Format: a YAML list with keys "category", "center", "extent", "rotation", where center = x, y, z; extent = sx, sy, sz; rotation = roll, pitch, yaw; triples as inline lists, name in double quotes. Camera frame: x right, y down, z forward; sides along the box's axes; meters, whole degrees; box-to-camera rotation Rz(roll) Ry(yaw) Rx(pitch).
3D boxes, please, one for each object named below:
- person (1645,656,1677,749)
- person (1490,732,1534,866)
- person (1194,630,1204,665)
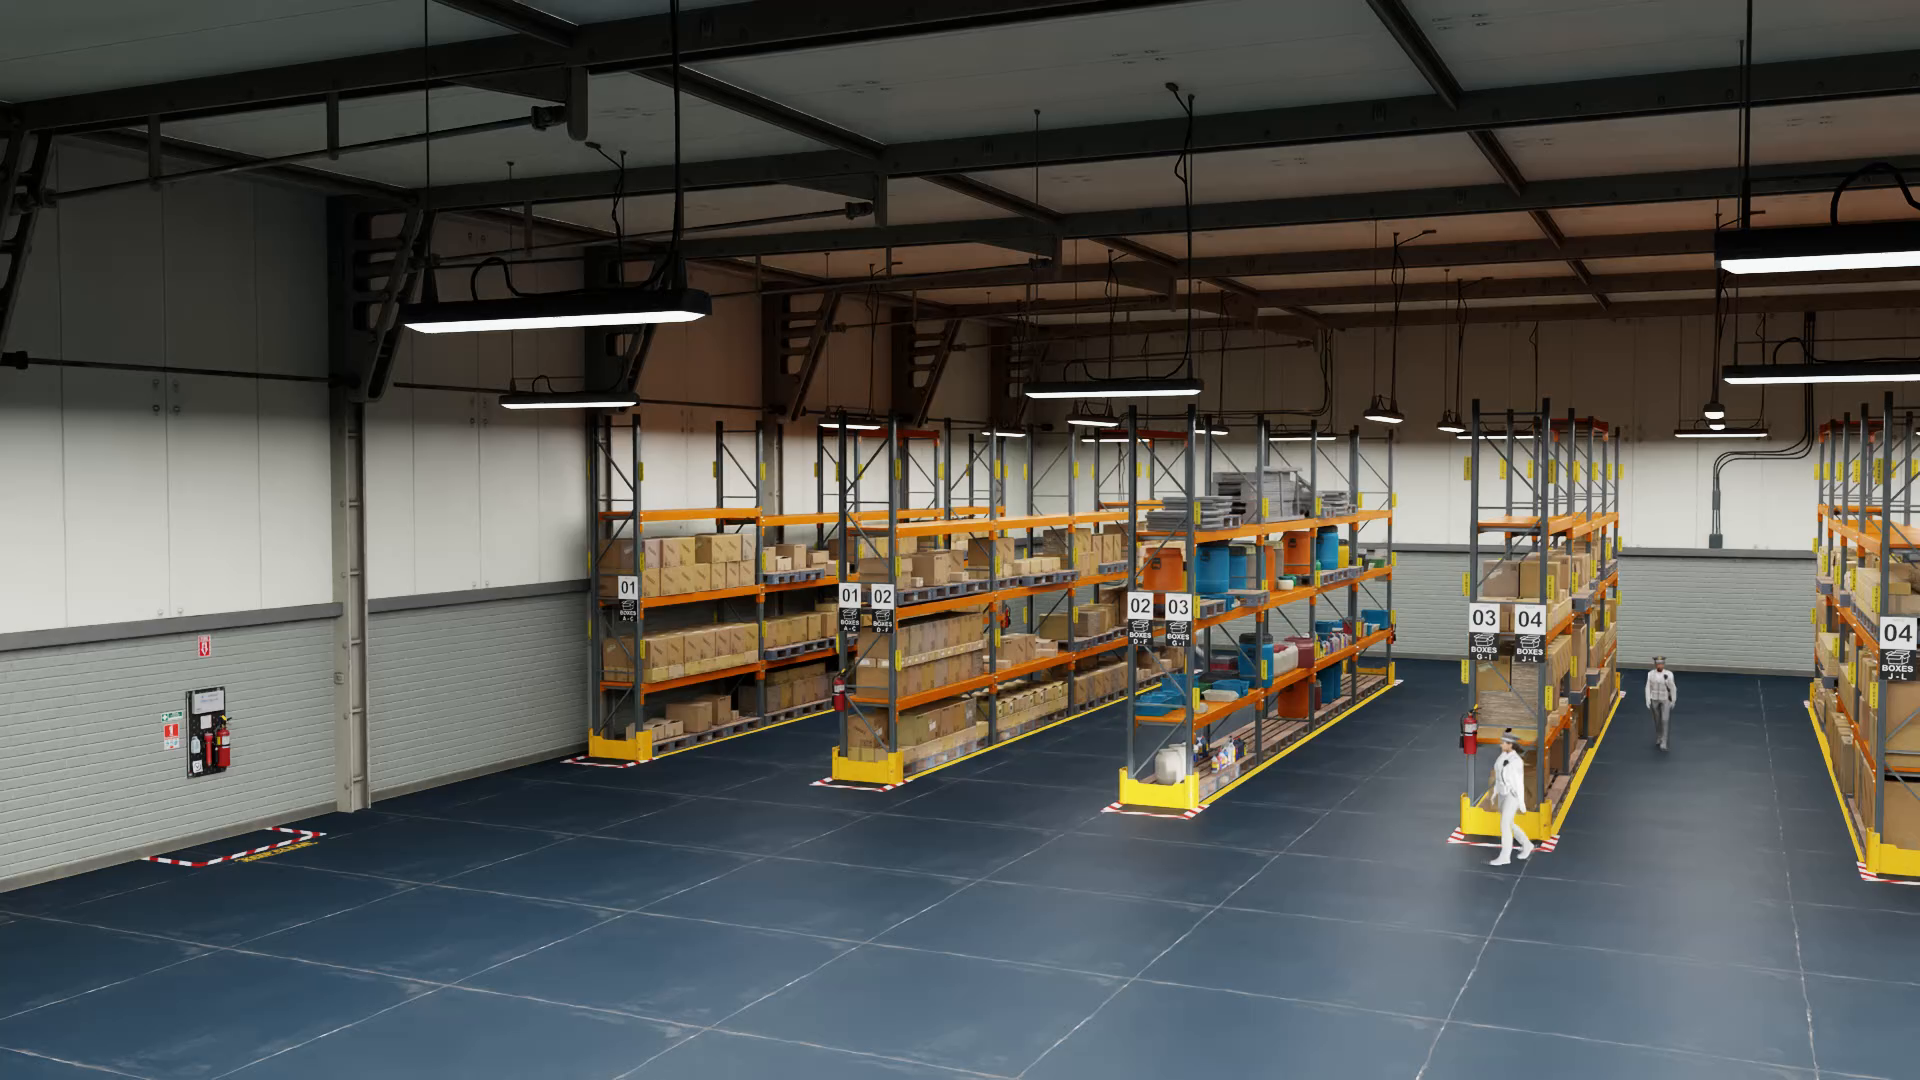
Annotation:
- category: "person"
  center: [12.678, 2.918, 30.147]
  extent: [0.500, 1.637, 0.879]
  rotation: [2, 3, 38]
- category: "person"
  center: [7.066, 3.282, 21.268]
  extent: [0.701, 1.675, 0.475]
  rotation: [0, 2, -6]
- category: "person"
  center: [5.911, 2.383, 42.338]
  extent: [0.919, 1.727, 0.532]
  rotation: [1, 3, 28]
